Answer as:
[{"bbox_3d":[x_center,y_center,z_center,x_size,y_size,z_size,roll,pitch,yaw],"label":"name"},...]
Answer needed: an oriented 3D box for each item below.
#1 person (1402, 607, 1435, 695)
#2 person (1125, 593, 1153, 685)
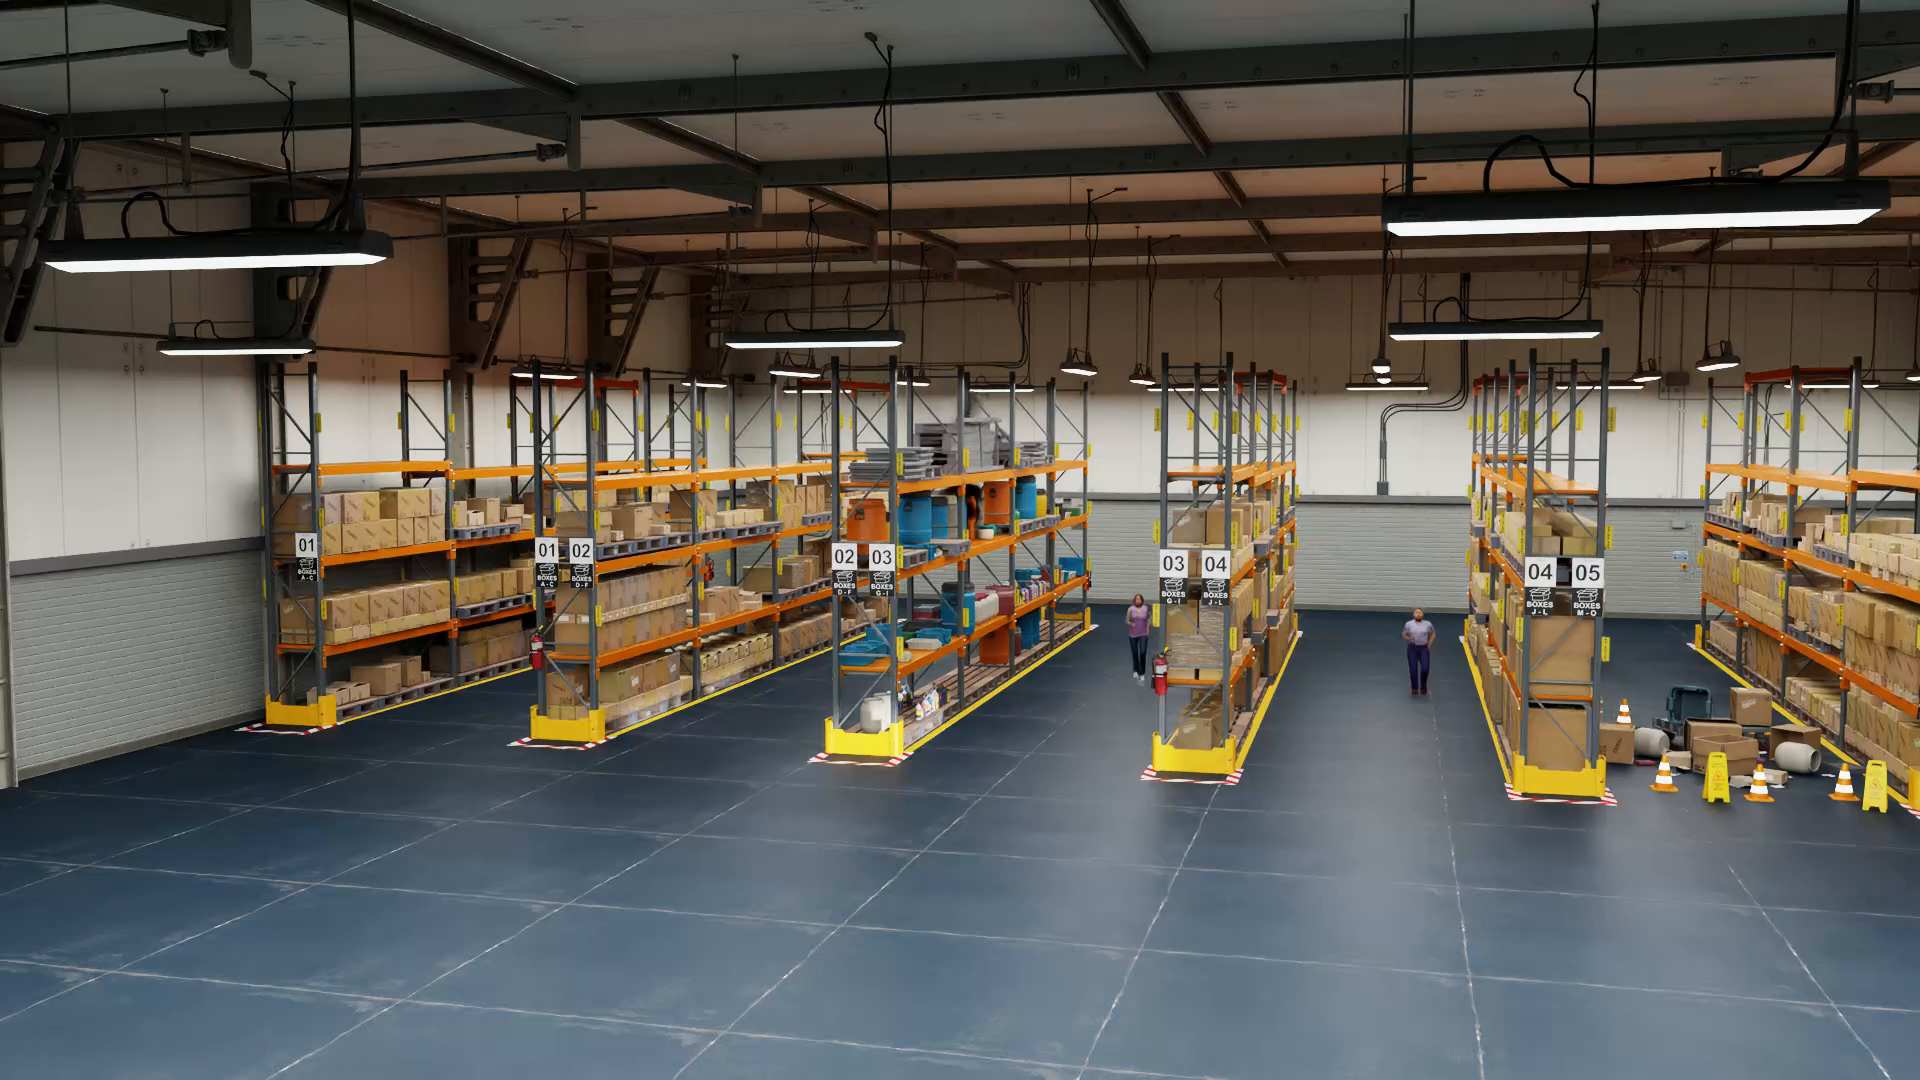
[{"bbox_3d":[8.411,2.048,30.477,0.591,1.618,0.576,1,4,13],"label":"person"},{"bbox_3d":[3.259,1.803,30.358,0.490,1.673,0.699,1,4,9],"label":"person"}]
